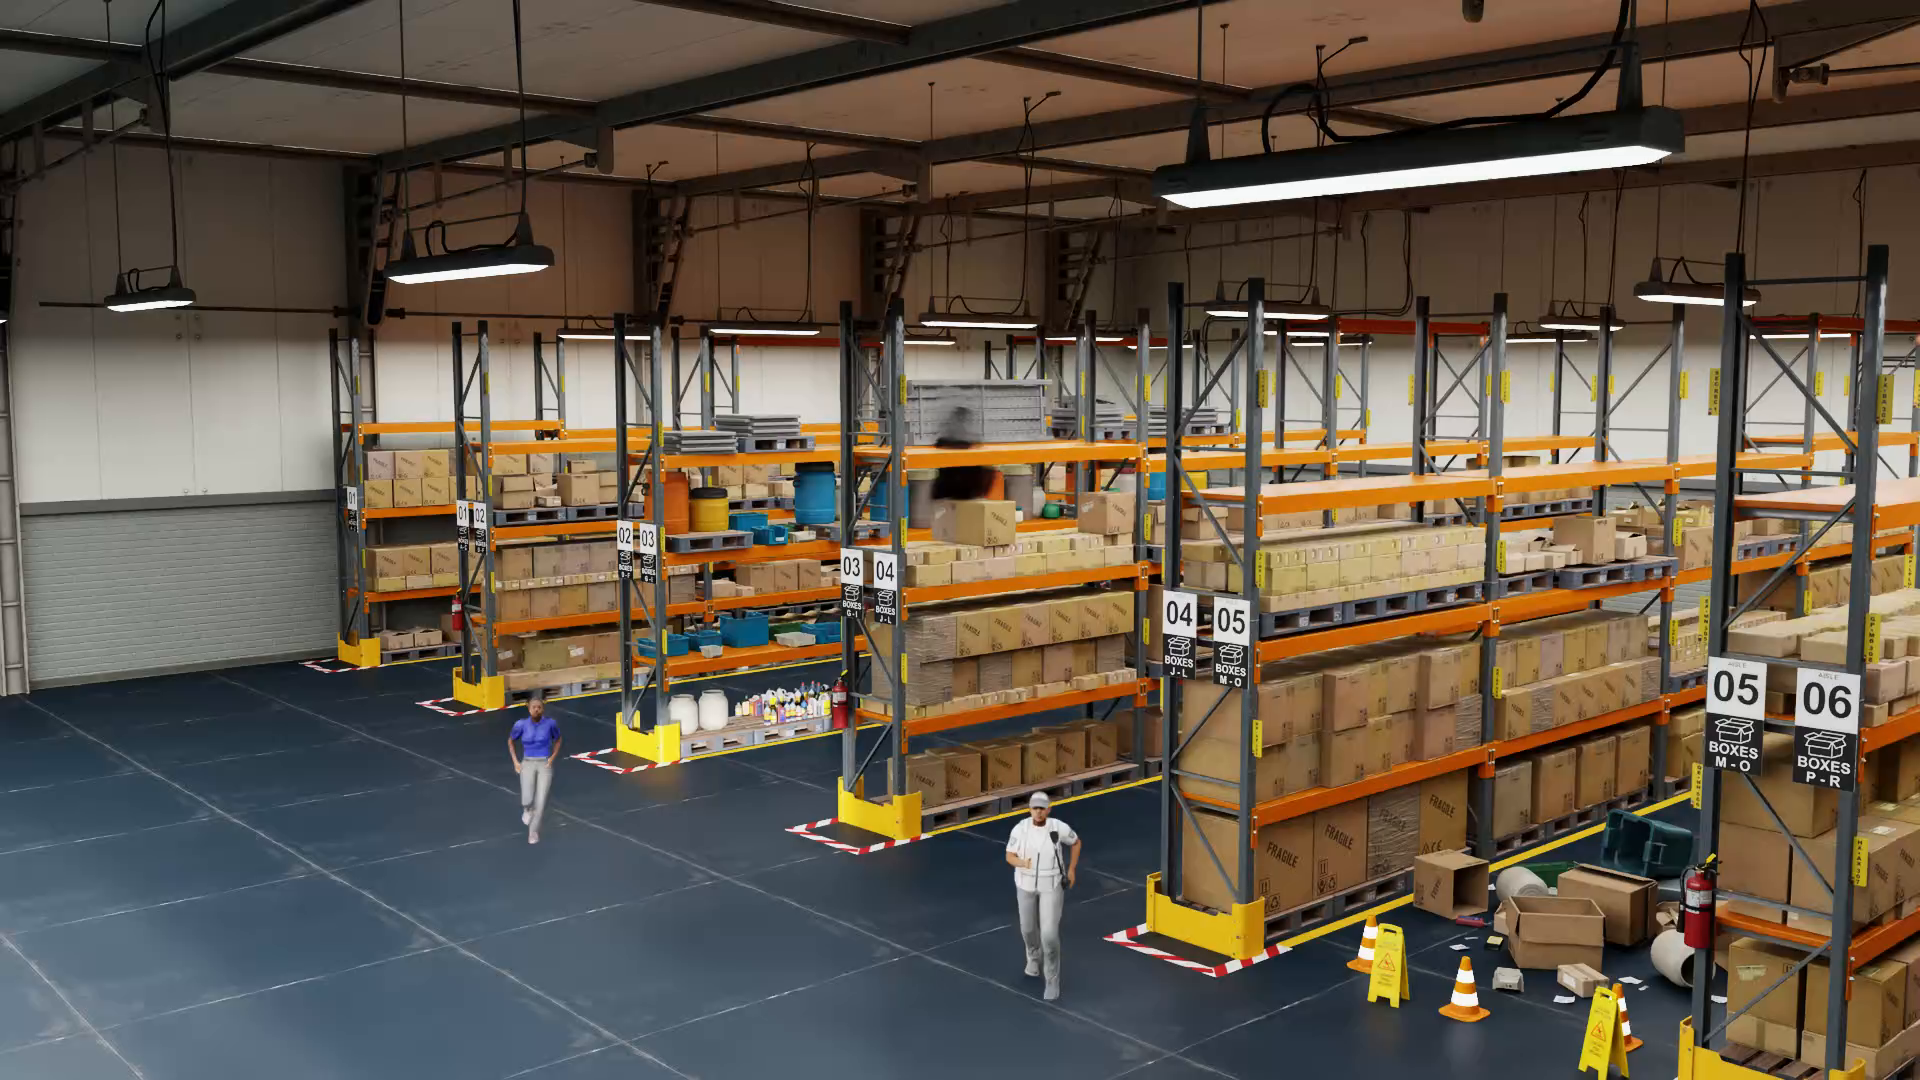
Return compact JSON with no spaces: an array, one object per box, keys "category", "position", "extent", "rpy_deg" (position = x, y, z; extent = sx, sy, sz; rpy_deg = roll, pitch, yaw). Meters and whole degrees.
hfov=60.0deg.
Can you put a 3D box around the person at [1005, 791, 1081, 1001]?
[{"category":"person","position":[0.687,2.967,14.011],"extent":[0.588,1.725,0.742],"rpy_deg":[2,6,15]}]

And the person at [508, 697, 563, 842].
[{"category":"person","position":[-4.727,2.548,18.571],"extent":[0.588,1.601,0.547],"rpy_deg":[-2,6,-17]}]

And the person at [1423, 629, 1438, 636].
[{"category":"person","position":[6.561,2.003,23.195],"extent":[0.785,1.742,0.709],"rpy_deg":[-5,7,-39]}]
